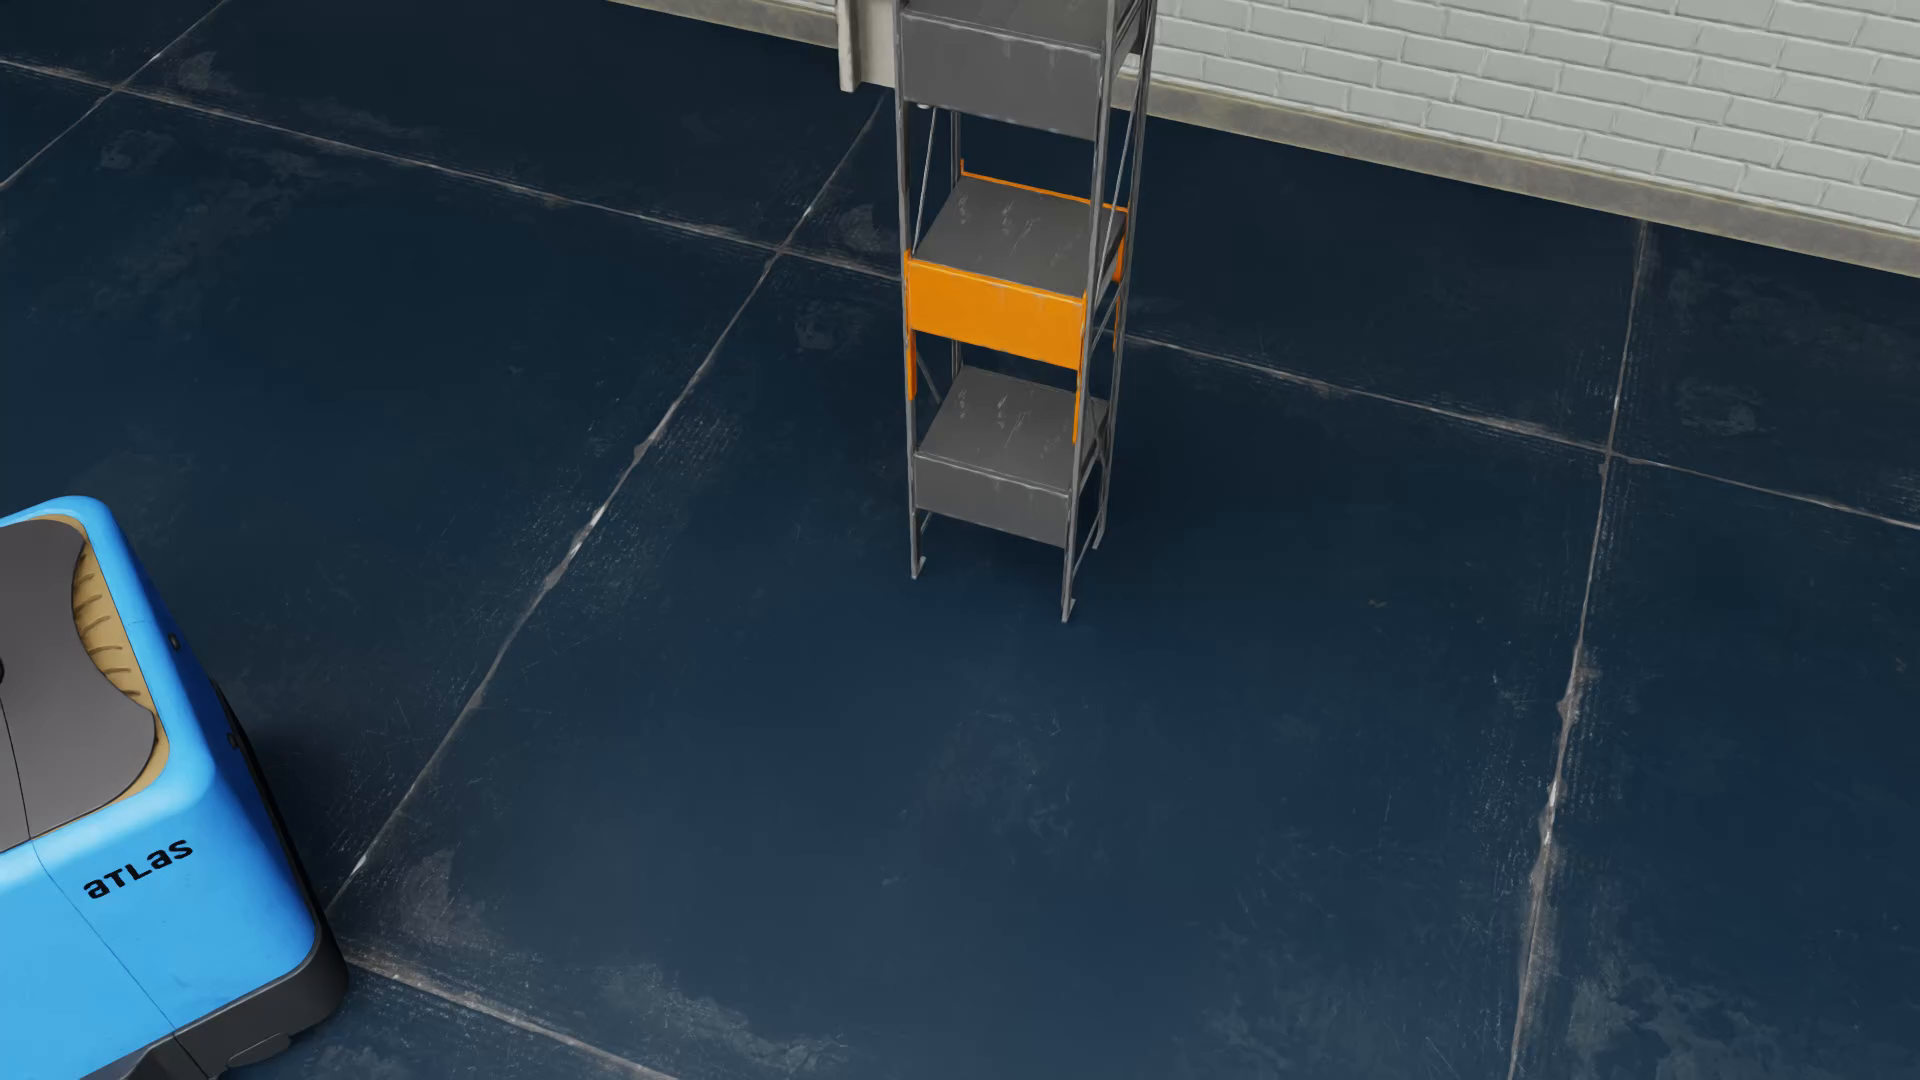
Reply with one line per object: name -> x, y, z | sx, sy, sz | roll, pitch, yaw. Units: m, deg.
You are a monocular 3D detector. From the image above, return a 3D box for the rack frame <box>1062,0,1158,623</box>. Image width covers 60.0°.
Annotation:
rack frame -> 0.384, -0.580, 4.364 | 0.015, 2.100, 0.400 | 16, 51, 13

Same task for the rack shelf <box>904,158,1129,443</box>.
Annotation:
rack shelf -> 0.155, -0.635, 4.429 | 0.480, 0.518, 0.431 | 16, 51, 13

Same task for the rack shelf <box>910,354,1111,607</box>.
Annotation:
rack shelf -> 0.155, -0.177, 4.958 | 0.480, 0.518, 0.431 | 16, 51, 13

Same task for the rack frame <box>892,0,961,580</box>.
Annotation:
rack frame -> -0.074, -0.708, 4.474 | 0.015, 2.100, 0.400 | 16, 51, 13

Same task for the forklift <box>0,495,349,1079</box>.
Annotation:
forklift -> -3.056, 0.521, 2.859 | 3.031, 2.935, 1.130 | -26, 54, -21

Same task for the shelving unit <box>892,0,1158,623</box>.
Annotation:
shelving unit -> 0.155, -0.644, 4.419 | 0.503, 2.100, 0.431 | 16, 51, 13

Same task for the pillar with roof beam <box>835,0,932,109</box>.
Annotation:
pillar with roof beam -> -1.749, -1.810, 0.864 | 0.400, 9.000, 9.100 | 16, 51, 13

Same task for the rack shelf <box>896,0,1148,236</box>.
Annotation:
rack shelf -> 0.155, -1.094, 3.900 | 0.480, 0.518, 0.431 | 16, 51, 13
